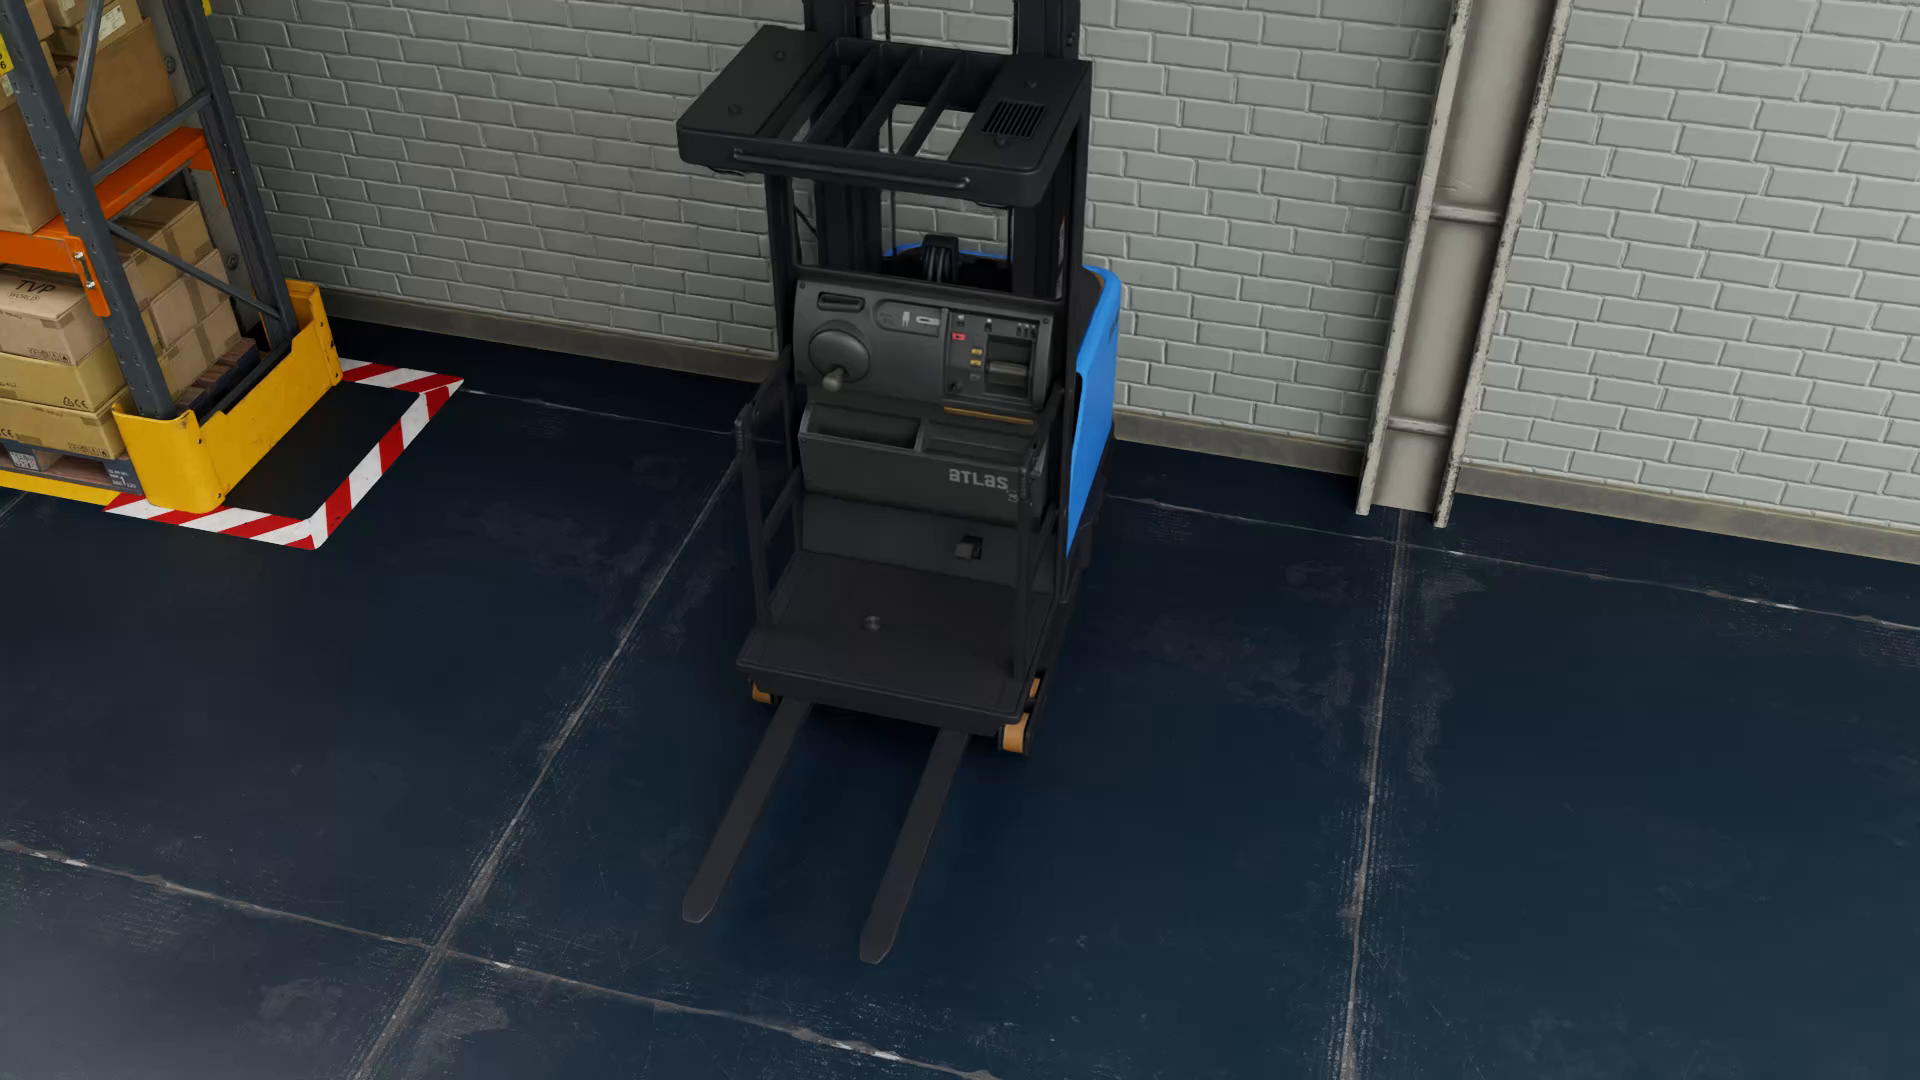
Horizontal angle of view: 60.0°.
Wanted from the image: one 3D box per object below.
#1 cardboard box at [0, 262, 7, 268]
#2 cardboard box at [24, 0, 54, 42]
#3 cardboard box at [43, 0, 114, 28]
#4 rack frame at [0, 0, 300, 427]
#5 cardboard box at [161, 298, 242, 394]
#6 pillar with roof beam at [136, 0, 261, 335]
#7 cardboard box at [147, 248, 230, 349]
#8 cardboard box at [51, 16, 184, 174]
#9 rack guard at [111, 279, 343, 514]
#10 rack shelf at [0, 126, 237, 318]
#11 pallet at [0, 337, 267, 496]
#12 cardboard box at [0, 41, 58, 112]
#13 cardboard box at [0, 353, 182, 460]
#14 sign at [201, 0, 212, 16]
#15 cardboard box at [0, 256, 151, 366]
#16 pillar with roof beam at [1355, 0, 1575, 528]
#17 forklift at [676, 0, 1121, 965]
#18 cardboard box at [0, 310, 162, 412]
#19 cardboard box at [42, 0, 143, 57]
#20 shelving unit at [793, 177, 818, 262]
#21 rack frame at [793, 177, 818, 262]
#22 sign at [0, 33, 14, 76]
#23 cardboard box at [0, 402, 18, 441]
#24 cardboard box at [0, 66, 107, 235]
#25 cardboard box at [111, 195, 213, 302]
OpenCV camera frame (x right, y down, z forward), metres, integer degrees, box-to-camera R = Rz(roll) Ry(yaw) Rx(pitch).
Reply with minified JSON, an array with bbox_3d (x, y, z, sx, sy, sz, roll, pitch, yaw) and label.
[{"bbox_3d":[-4.391,-1.106,7.268,0.500,0.250,0.500,10,41,12],"label":"cardboard box"},{"bbox_3d":[-3.771,-1.980,6.462,0.250,0.149,0.380,10,41,12],"label":"cardboard box"},{"bbox_3d":[-3.640,-2.240,6.772,0.250,0.149,0.380,9,41,11],"label":"cardboard box"},{"bbox_3d":[-3.371,-1.651,6.884,0.127,3.000,1.000,10,41,11],"label":"rack frame"},{"bbox_3d":[-3.795,-0.962,7.875,0.500,0.250,0.500,10,41,12],"label":"cardboard box"},{"bbox_3d":[-4.923,-1.950,2.574,0.400,9.000,9.100,10,41,11],"label":"pillar with roof beam"},{"bbox_3d":[-3.771,-1.158,7.719,0.500,0.250,0.500,10,41,12],"label":"cardboard box"},{"bbox_3d":[-3.778,-1.944,7.155,0.500,0.500,0.500,11,41,13],"label":"cardboard box"},{"bbox_3d":[-3.348,-0.690,7.683,0.348,0.500,1.175,10,41,11],"label":"rack guard"},{"bbox_3d":[-5.303,-1.708,7.511,4.000,0.370,1.077,10,41,11],"label":"rack shelf"},{"bbox_3d":[-4.121,-0.685,7.901,1.213,0.211,1.003,10,41,11],"label":"pallet"},{"bbox_3d":[-3.778,-1.821,6.504,0.250,0.149,0.380,10,41,12],"label":"cardboard box"},{"bbox_3d":[-3.907,-0.641,7.492,0.500,0.250,0.500,10,41,12],"label":"cardboard box"},{"bbox_3d":[-3.222,-2.357,6.989,0.005,0.325,0.100,10,41,11],"label":"sign"},{"bbox_3d":[-3.896,-1.025,7.172,0.500,0.250,0.500,11,41,13],"label":"cardboard box"},{"bbox_3d":[0.873,-0.952,1.387,0.400,9.000,9.100,10,41,11],"label":"pillar with roof beam"},{"bbox_3d":[-0.191,-0.597,5.681,1.130,2.935,3.031,10,41,11],"label":"forklift"},{"bbox_3d":[-3.922,-0.837,7.337,0.500,0.250,0.500,9,41,11],"label":"cardboard box"},{"bbox_3d":[-3.632,-2.155,6.902,0.250,0.149,0.380,9,41,10],"label":"cardboard box"},{"bbox_3d":[-0.129,-1.047,7.281,1.083,1.500,0.587,6,38,13],"label":"shelving unit"},{"bbox_3d":[-0.613,-1.095,7.394,0.032,1.500,0.500,6,38,13],"label":"rack frame"},{"bbox_3d":[-3.525,-1.850,6.036,0.005,0.325,0.100,10,41,11],"label":"sign"},{"bbox_3d":[-4.384,-0.729,7.598,0.500,0.250,0.500,10,41,11],"label":"cardboard box"},{"bbox_3d":[-3.914,-1.608,6.755,0.500,0.500,0.500,9,41,10],"label":"cardboard box"},{"bbox_3d":[-3.786,-1.339,7.546,0.500,0.250,0.500,9,41,11],"label":"cardboard box"}]
